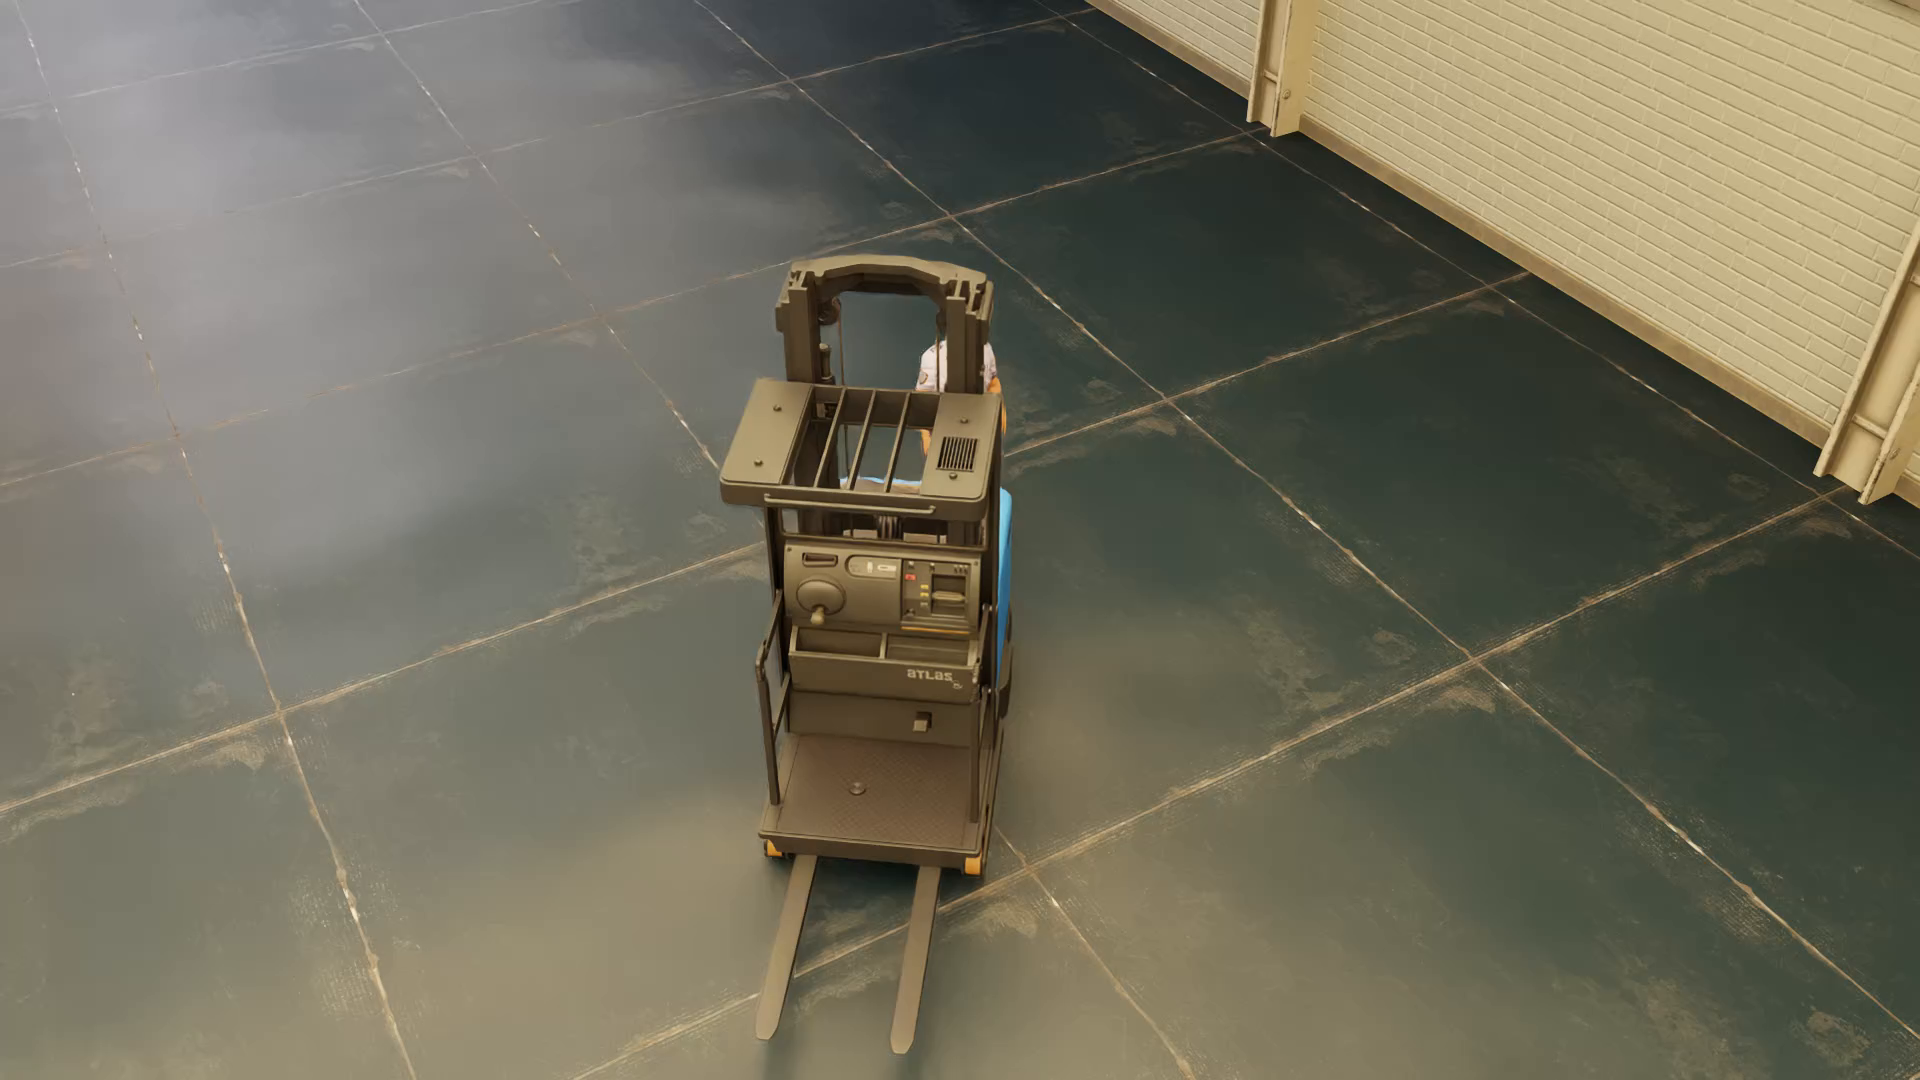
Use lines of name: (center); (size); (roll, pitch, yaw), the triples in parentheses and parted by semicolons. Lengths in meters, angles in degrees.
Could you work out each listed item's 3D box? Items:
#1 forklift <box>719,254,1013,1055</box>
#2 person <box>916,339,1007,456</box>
forklift: (-0.390, 0.307, 7.666); (1.130, 2.935, 3.031); (4, 40, 5)
person: (0.035, -0.582, 9.736); (0.611, 1.651, 0.501); (-20, 44, -22)
